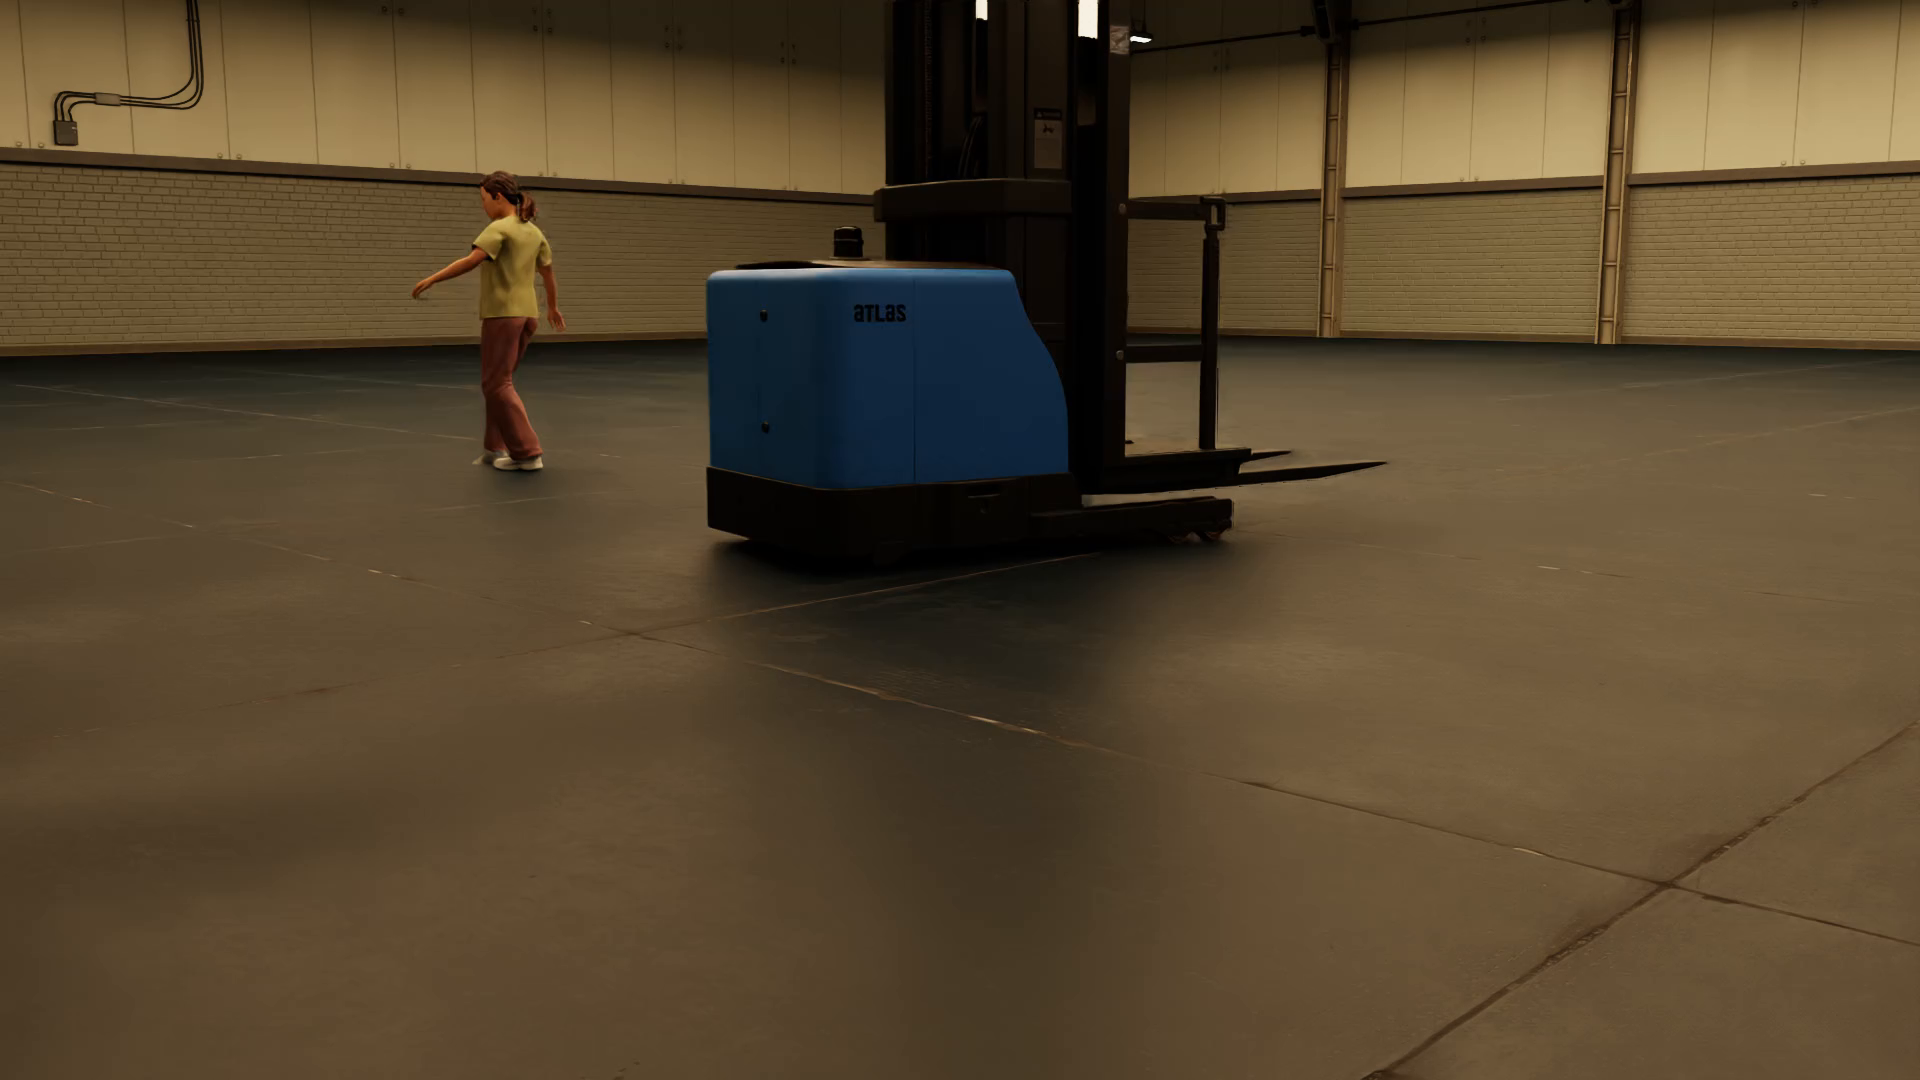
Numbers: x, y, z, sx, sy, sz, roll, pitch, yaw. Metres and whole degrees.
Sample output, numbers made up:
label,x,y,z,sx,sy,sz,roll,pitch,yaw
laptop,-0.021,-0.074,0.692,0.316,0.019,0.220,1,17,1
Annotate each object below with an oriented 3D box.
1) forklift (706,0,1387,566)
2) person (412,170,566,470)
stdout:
label,x,y,z,sx,sy,sz,roll,pitch,yaw
forklift,0.506,-1.500,6.837,3.031,2.935,1.130,-6,10,-33
person,-2.600,-1.207,9.338,0.630,1.690,0.902,3,9,21
